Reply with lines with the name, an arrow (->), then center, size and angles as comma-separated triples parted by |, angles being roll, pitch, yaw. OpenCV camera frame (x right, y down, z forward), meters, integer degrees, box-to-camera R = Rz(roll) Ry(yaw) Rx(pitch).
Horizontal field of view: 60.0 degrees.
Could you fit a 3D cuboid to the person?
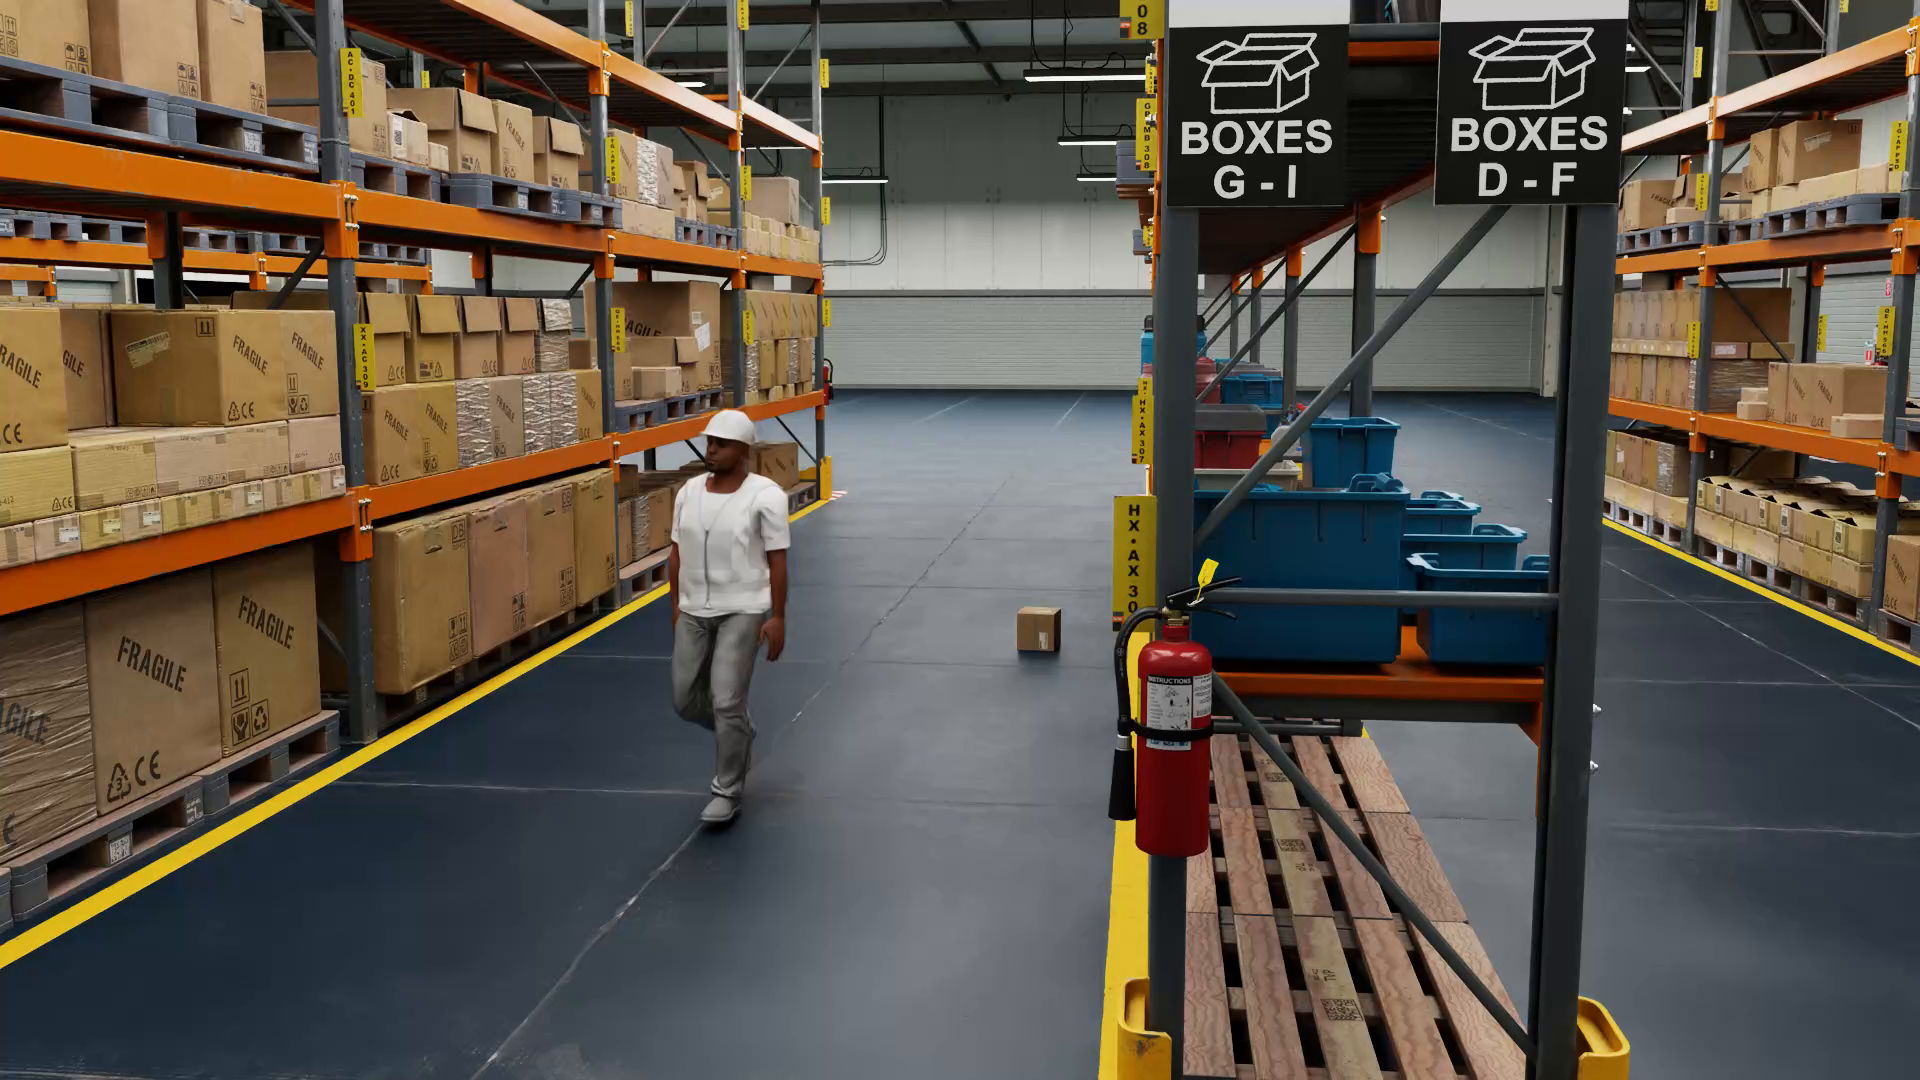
person -> -1.017, 0.308, 7.246 | 0.573, 1.753, 0.684 | 3, 8, 21
